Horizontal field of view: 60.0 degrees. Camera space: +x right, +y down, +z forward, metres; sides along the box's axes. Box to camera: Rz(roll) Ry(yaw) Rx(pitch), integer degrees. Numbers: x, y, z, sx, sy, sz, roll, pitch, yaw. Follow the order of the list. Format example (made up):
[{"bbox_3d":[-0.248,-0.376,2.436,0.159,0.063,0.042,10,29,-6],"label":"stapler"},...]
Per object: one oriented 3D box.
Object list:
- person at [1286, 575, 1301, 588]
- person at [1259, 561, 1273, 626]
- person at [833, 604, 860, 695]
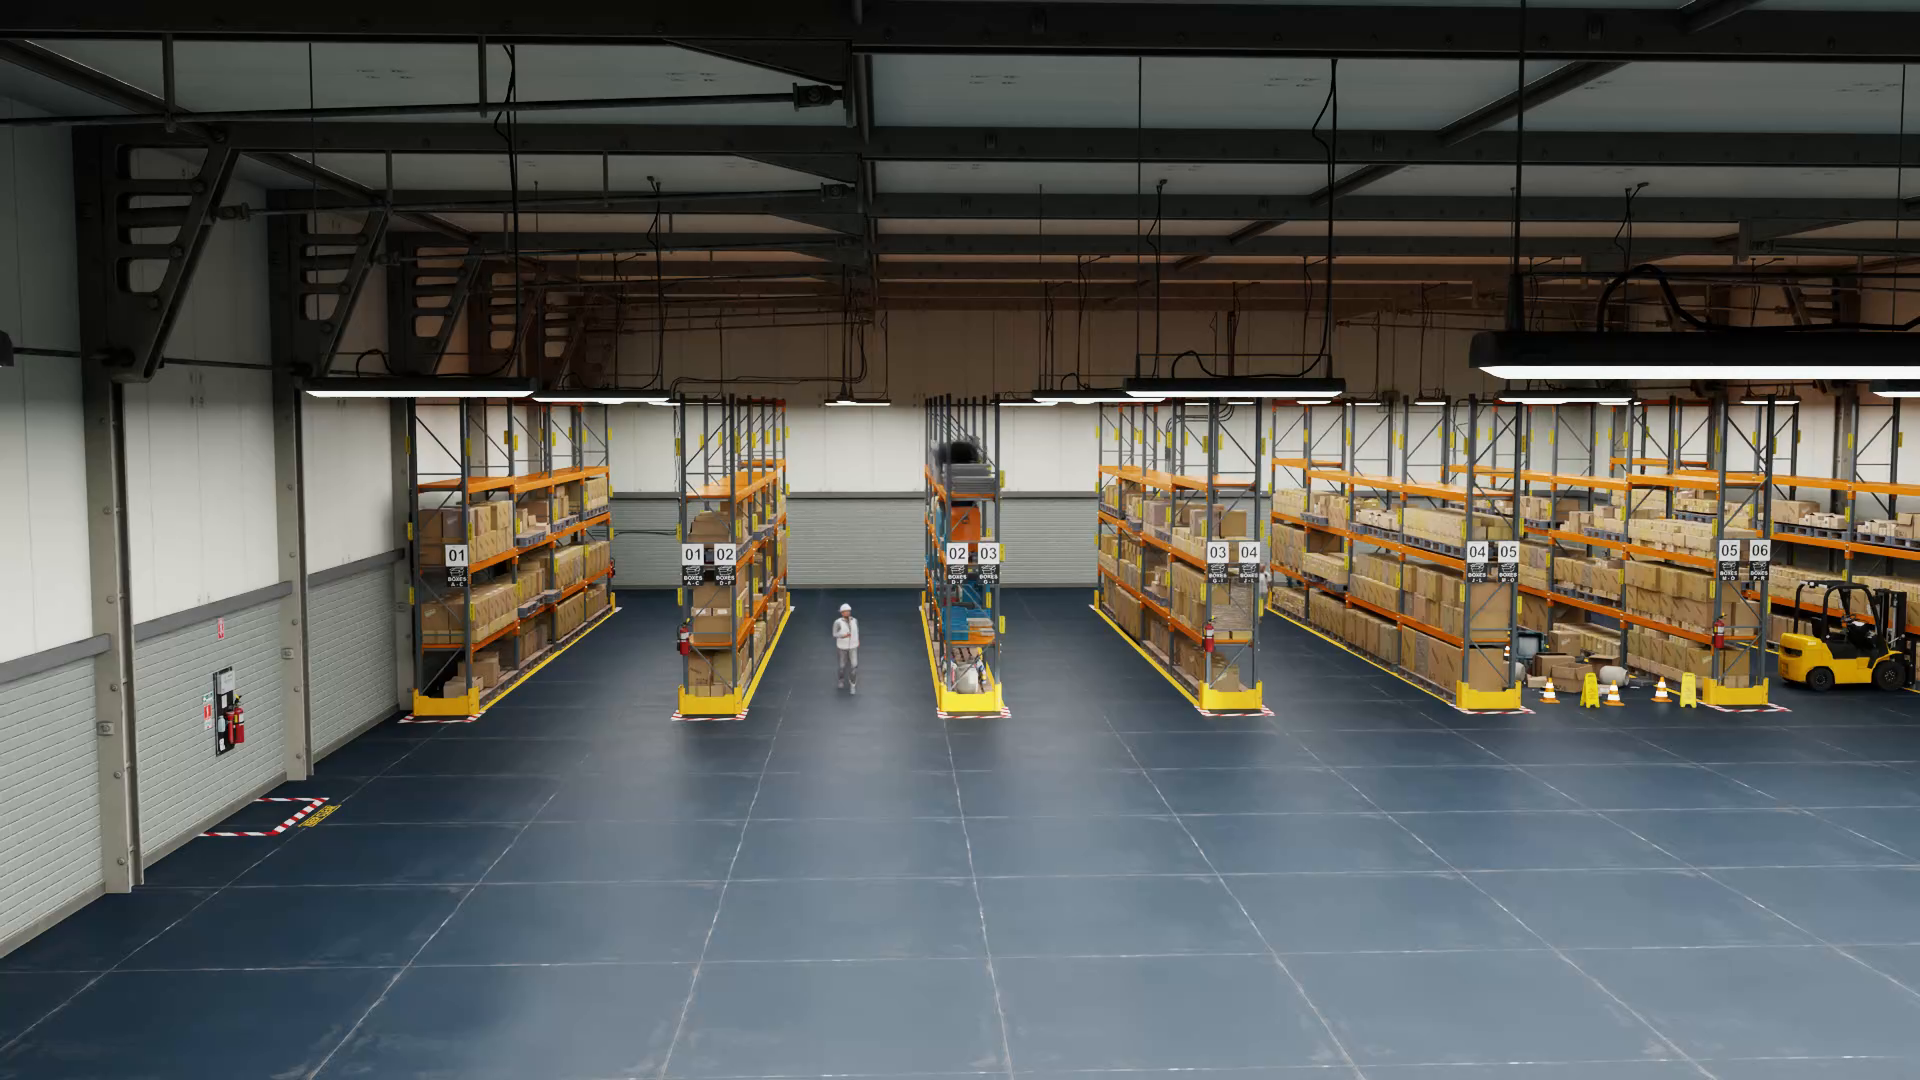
[{"bbox_3d":[10.240,0.947,50.627,0.767,1.618,0.557,-3,5,-32],"label":"person"},{"bbox_3d":[7.982,1.423,43.985,0.557,1.741,0.731,0,5,-5],"label":"person"},{"bbox_3d":[-2.288,2.192,33.502,0.602,1.833,0.849,-1,5,-16],"label":"person"}]
